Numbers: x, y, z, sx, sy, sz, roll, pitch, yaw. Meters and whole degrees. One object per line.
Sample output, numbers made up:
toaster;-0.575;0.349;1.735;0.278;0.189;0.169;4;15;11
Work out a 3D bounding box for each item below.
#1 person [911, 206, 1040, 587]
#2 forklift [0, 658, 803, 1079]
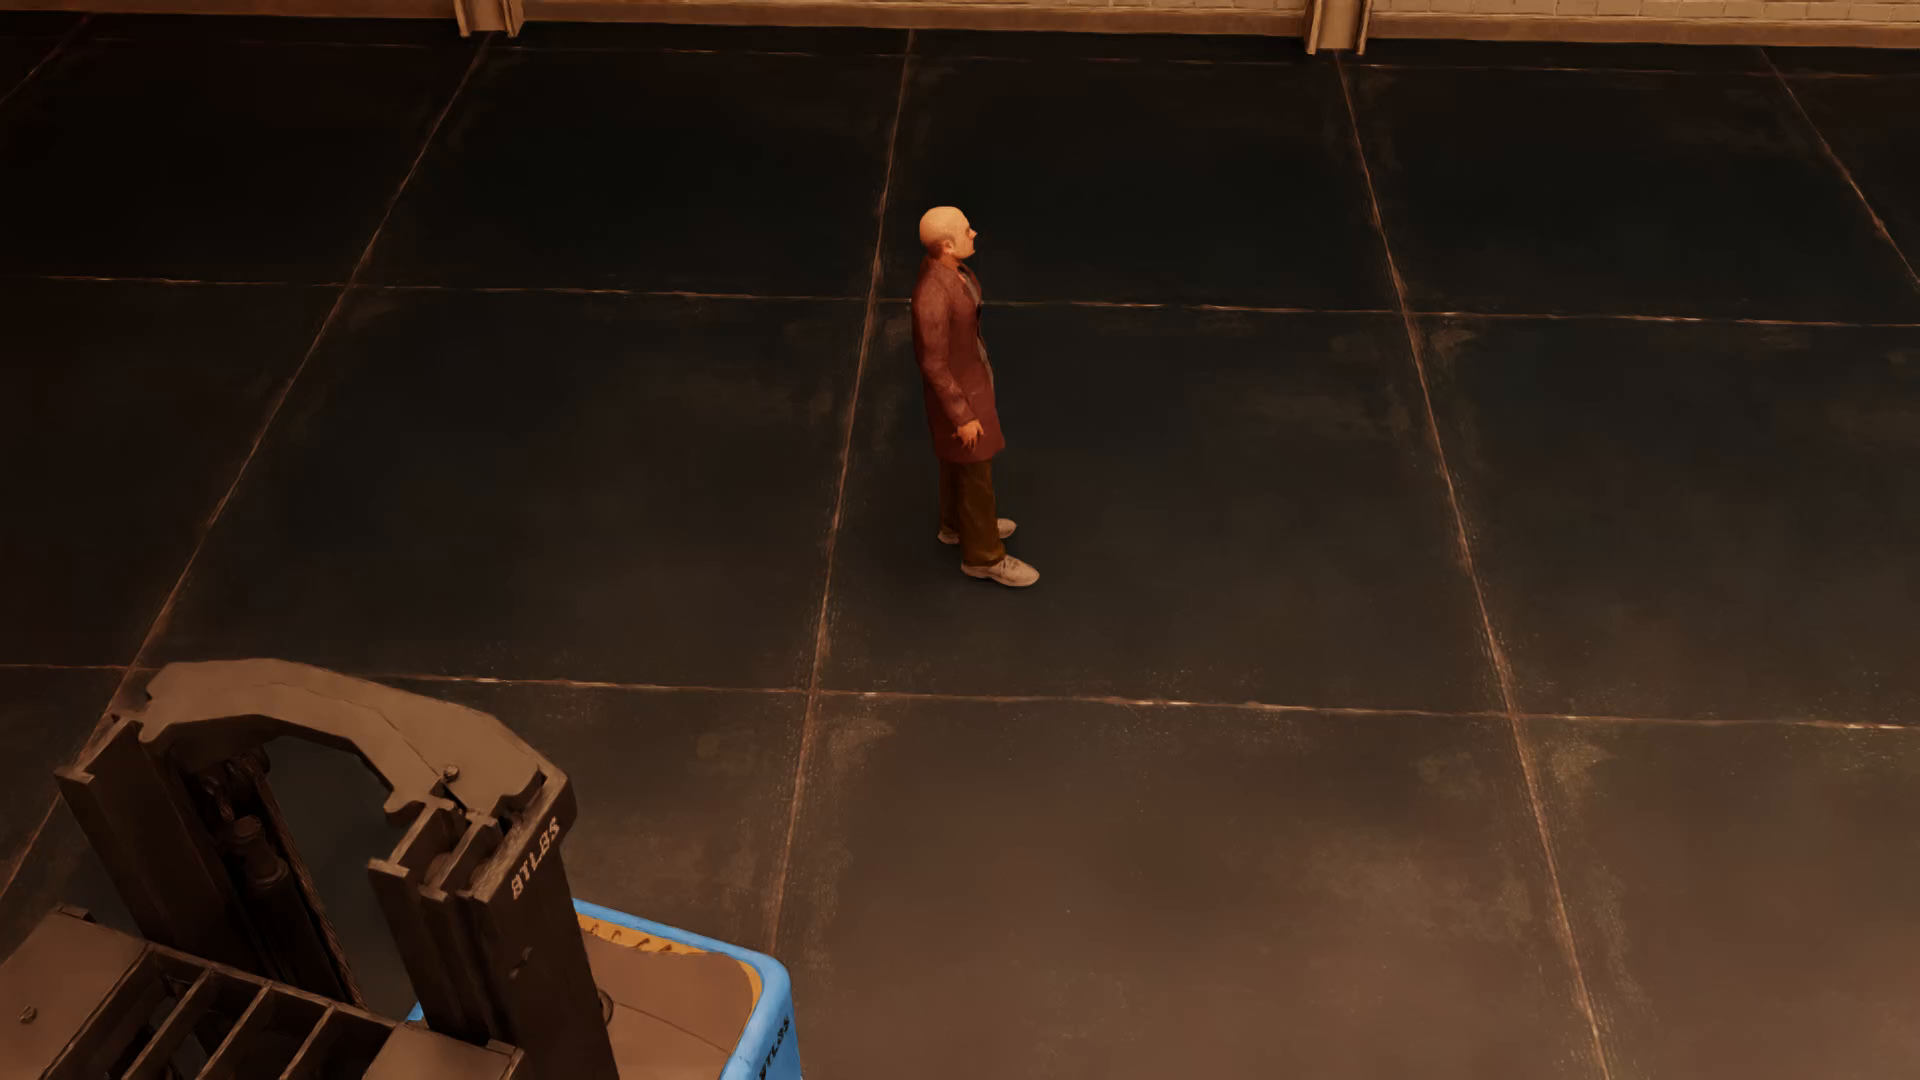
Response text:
person;0.091;-0.656;7.305;0.580;1.776;0.694;2;42;2
forklift;-1.436;1.808;3.762;1.130;2.935;3.031;13;44;13
